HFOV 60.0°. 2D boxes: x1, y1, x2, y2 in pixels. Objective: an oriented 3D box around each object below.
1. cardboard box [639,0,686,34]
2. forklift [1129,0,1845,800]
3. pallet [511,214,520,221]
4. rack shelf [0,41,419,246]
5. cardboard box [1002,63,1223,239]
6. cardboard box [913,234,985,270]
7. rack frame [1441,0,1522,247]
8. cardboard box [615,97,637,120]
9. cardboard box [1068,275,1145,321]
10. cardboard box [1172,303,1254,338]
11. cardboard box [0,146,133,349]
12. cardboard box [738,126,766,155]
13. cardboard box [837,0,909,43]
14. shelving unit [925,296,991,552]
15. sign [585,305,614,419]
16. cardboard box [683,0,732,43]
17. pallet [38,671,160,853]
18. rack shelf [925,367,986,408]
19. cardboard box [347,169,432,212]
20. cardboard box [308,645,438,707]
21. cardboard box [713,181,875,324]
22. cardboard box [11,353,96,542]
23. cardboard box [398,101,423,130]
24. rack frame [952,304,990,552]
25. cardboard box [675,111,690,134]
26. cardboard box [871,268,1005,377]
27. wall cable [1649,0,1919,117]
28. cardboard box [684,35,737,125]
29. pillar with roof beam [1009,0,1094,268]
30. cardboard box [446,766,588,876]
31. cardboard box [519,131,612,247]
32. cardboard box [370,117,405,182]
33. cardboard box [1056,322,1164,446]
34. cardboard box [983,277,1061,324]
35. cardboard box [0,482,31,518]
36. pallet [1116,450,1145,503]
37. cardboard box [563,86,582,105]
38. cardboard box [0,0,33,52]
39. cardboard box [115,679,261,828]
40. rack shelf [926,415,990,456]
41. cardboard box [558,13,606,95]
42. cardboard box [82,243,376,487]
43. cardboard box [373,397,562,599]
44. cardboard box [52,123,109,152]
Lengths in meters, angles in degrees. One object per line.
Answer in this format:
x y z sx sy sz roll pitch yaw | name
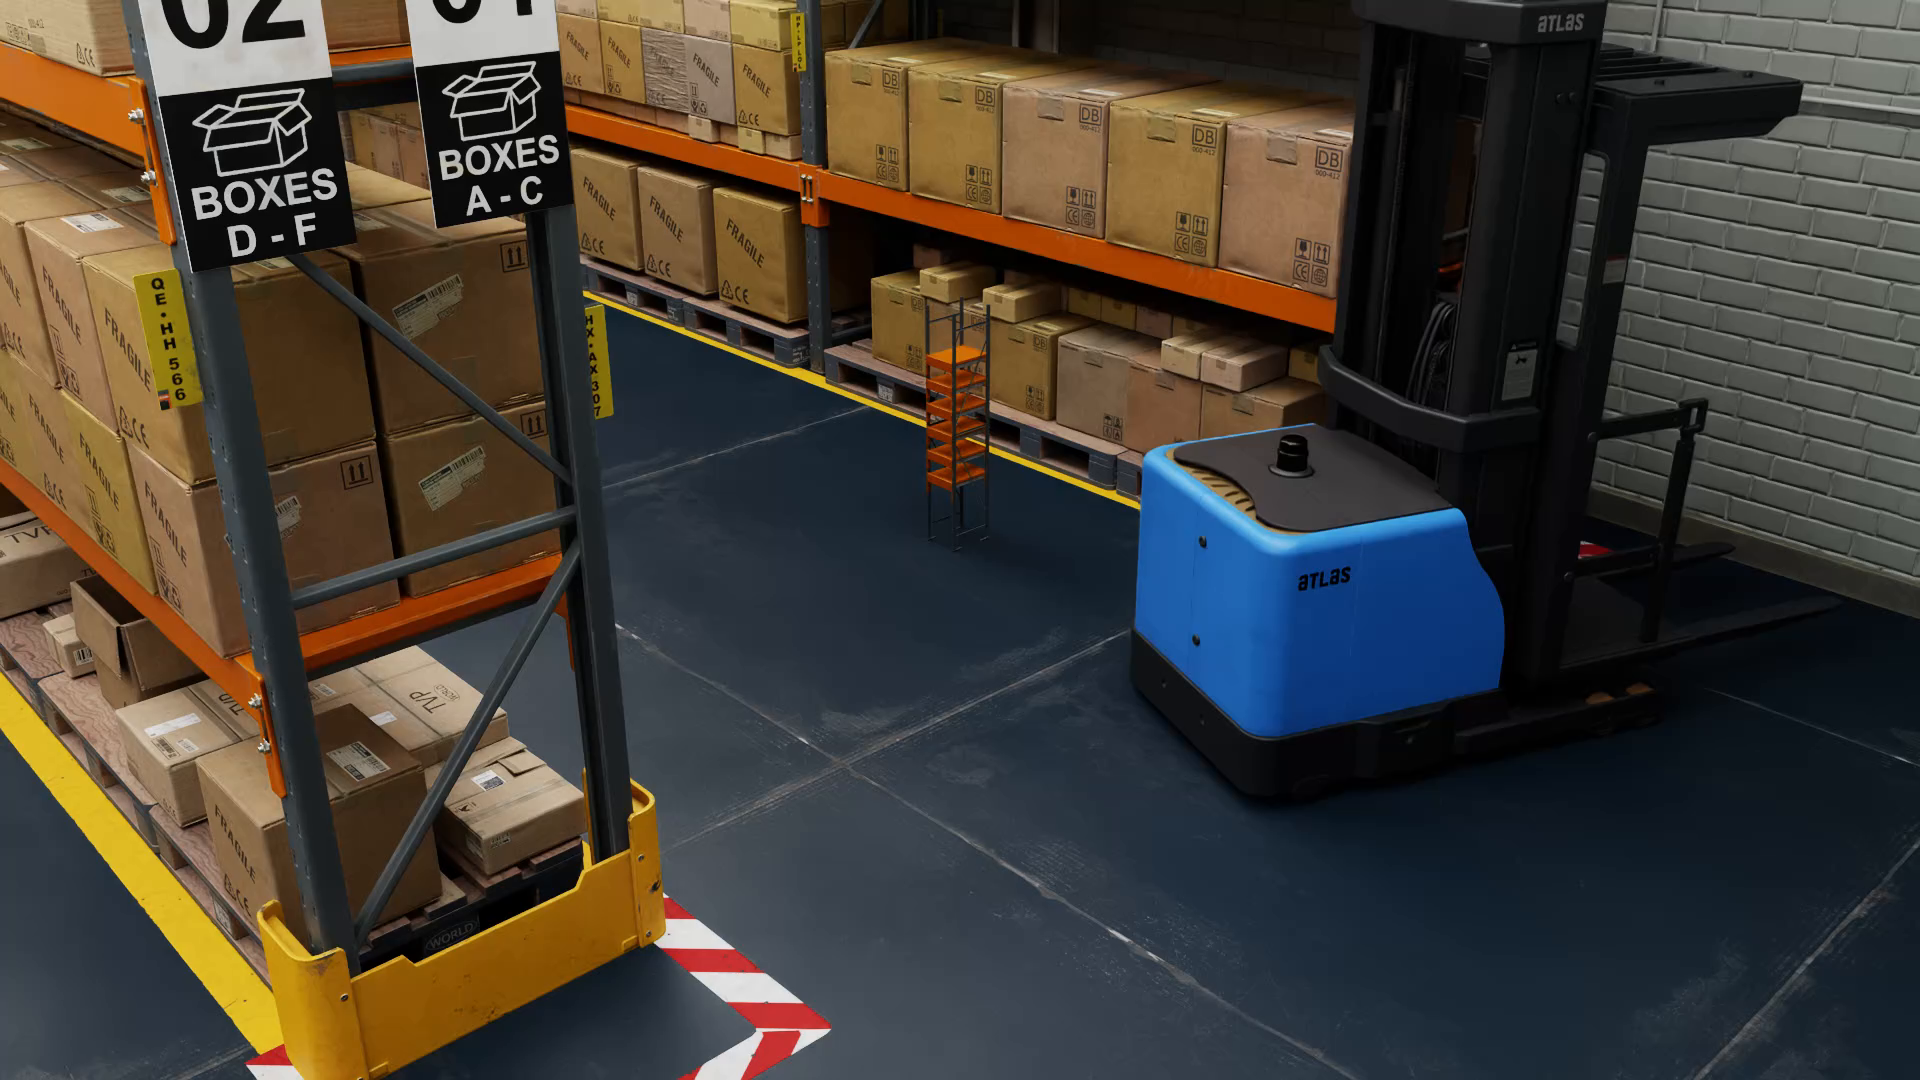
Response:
-1.745 -3.477 10.852 0.500 0.250 0.500 -20 32 -37 | cardboard box
2.263 -0.758 6.379 3.031 2.935 1.130 -9 26 -20 | forklift
-3.815 -2.746 14.014 1.003 0.211 1.213 -21 32 -38 | pallet
-2.795 -1.590 5.375 1.077 0.370 4.000 -21 32 -38 | rack shelf
0.810 -2.092 8.861 0.700 0.700 0.980 22 32 39 | cardboard box
-0.066 -1.759 10.215 0.380 0.149 0.250 -21 32 -39 | cardboard box
2.186 -1.353 7.603 1.000 3.000 0.127 -21 32 -38 | rack frame
-2.170 -3.045 11.589 0.380 0.149 0.250 -21 32 -38 | cardboard box
0.825 -1.365 9.353 0.380 0.149 0.250 -22 32 -39 | cardboard box
1.348 -1.134 8.846 0.380 0.149 0.250 -21 32 -38 | cardboard box
-2.987 -0.968 5.433 0.500 0.500 0.500 -20 31 -37 | cardboard box
-1.176 -2.552 10.508 0.380 0.149 0.250 -21 32 -38 | cardboard box
-0.672 -3.310 10.484 0.500 0.250 0.500 -20 31 -37 | cardboard box
-0.010 -0.550 8.011 0.258 1.200 0.189 -21 32 -38 | shelving unit
-1.032 -0.495 4.678 0.100 0.325 0.005 -21 32 -38 | sign
-1.397 -3.323 10.513 0.500 0.250 0.500 -20 31 -37 | cardboard box
-2.855 0.688 6.488 1.003 0.211 1.213 -21 32 -38 | pallet
-0.010 -0.728 7.929 0.258 0.103 0.180 -21 32 -38 | rack shelf
-1.901 -0.813 5.092 0.500 0.500 0.500 -21 32 -38 | cardboard box
-2.276 0.556 6.201 0.500 0.250 0.500 -21 32 -38 | cardboard box
-1.087 -1.938 10.969 0.750 0.750 0.750 -21 32 -38 | cardboard box
-2.627 -0.360 5.304 0.500 0.500 0.500 -21 32 -38 | cardboard box
-4.511 -3.729 14.389 0.500 0.250 0.500 -21 32 -39 | cardboard box
0.053 -0.523 7.950 0.240 1.200 0.006 -21 32 -38 | rack frame
-1.662 -2.799 11.051 0.380 0.149 0.250 -21 32 -38 | cardboard box
-0.112 -1.363 10.130 0.700 0.500 0.500 -21 32 -38 | cardboard box
3.751 -1.696 7.130 0.084 1.984 1.851 -21 32 -38 | wall cable
-1.404 -2.975 10.655 0.500 0.500 0.500 -21 32 -38 | cardboard box
-2.581 -4.107 6.410 9.100 9.000 0.400 -21 32 -38 | pillar with roof beam
-1.463 0.926 5.512 0.380 0.149 0.250 -21 32 -38 | cardboard box
-2.875 -2.730 12.705 0.750 0.750 0.750 -22 32 -39 | cardboard box
-4.792 -3.525 14.845 0.700 0.500 0.500 -21 32 -38 | cardboard box
0.948 -0.895 9.103 0.500 0.500 0.700 23 33 40 | cardboard box
0.346 -1.345 9.308 0.380 0.149 0.250 -22 33 -40 | cardboard box
-4.708 -0.290 7.753 0.500 0.500 0.500 -21 32 -39 | cardboard box
1.582 -0.305 8.664 1.003 0.211 1.213 -21 32 -38 | pallet
-2.679 -3.282 12.109 0.380 0.149 0.250 -22 32 -39 | cardboard box
-2.305 -1.479 4.444 0.500 0.250 0.500 -21 32 -38 | cardboard box
-2.607 0.713 5.857 0.500 0.250 0.500 -21 32 -38 | cardboard box
-0.010 -0.510 8.029 0.258 0.103 0.180 -21 32 -38 | rack shelf
-2.447 -3.435 11.663 0.500 0.500 0.500 -21 32 -39 | cardboard box
-1.933 -0.504 4.416 0.500 0.500 0.500 -22 32 -39 | cardboard box
-1.539 -0.202 4.958 0.500 0.500 0.500 -20 32 -37 | cardboard box
-2.931 -1.272 6.100 0.500 0.500 0.500 -21 32 -38 | cardboard box
